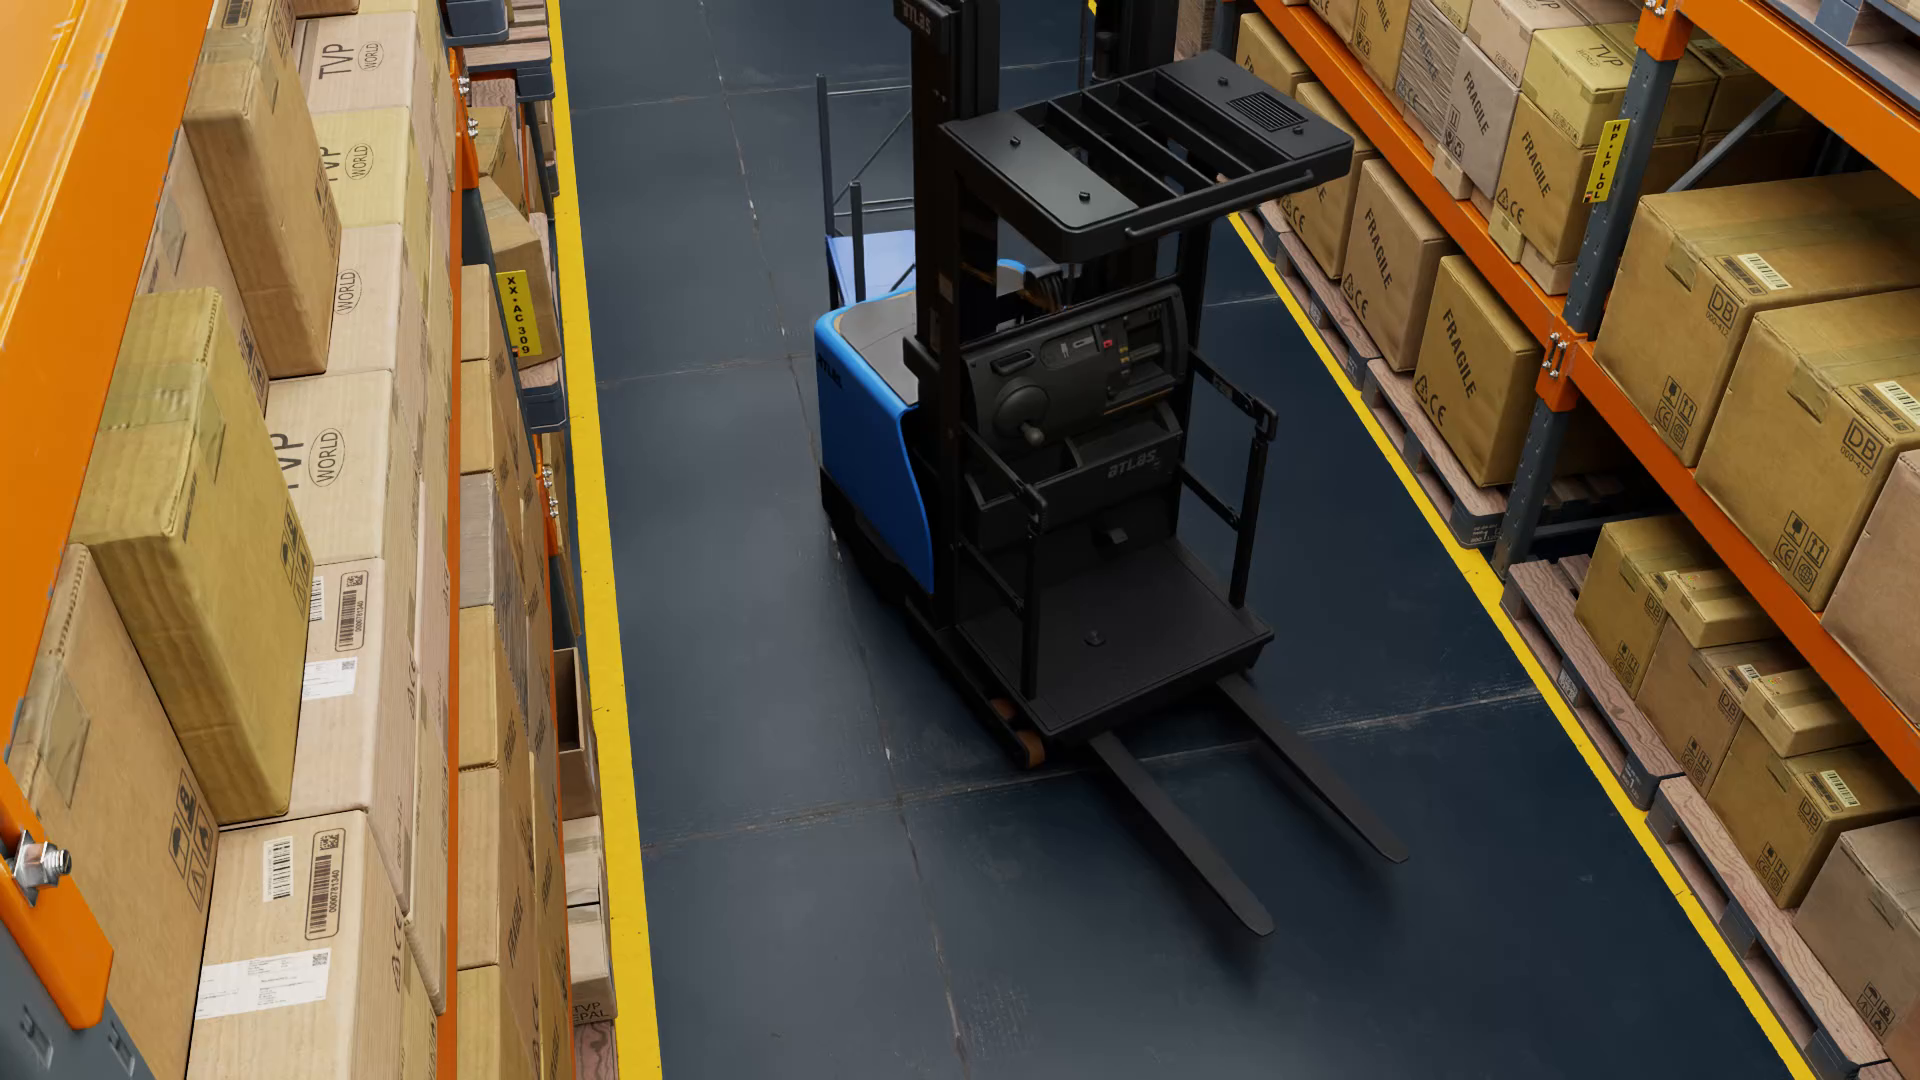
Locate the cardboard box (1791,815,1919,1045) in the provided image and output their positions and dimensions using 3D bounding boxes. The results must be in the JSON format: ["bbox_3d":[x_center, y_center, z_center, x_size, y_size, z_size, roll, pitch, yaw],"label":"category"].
[{"bbox_3d":[3.258,1.237,5.446,0.700,0.500,0.500,-10,42,-11],"label":"cardboard box"}]

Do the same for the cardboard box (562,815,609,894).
[{"bbox_3d":[-1.436,1.133,5.812,0.380,0.149,0.250,-8,42,-9],"label":"cardboard box"}]

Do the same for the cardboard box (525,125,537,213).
[{"bbox_3d":[-2.392,-1.827,8.317,0.500,0.250,0.500,-7,42,-8],"label":"cardboard box"}]

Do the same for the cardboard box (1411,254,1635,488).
[{"bbox_3d":[2.593,-0.800,7.477,0.750,0.750,0.750,-8,42,-9],"label":"cardboard box"}]

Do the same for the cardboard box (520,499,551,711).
[{"bbox_3d":[-1.505,0.252,4.913,0.500,0.500,0.500,-7,42,-8],"label":"cardboard box"}]

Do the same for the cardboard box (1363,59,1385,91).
[{"bbox_3d":[2.184,-2.311,8.050,0.380,0.149,0.250,-8,42,-9],"label":"cardboard box"}]

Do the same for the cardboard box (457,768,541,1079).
[{"bbox_3d":[-1.174,0.861,3.474,0.500,0.500,0.500,-8,42,-9],"label":"cardboard box"}]

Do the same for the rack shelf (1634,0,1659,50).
[{"bbox_3d":[2.429,-3.193,7.152,1.077,0.370,4.000,-8,42,-9],"label":"rack shelf"}]

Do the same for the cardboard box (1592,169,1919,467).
[{"bbox_3d":[2.962,-0.803,5.950,0.980,0.700,0.700,-8,42,-9],"label":"cardboard box"}]

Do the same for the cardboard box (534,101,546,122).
[{"bbox_3d":[-2.665,-2.645,9.584,0.500,0.311,0.500,-7,42,-8],"label":"cardboard box"}]

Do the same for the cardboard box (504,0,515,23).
[{"bbox_3d":[-2.593,-2.727,7.953,0.700,0.500,0.500,-22,46,-23],"label":"cardboard box"}]

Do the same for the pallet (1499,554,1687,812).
[{"bbox_3d":[2.948,0.503,6.806,1.003,0.211,1.213,-8,42,-9],"label":"pallet"}]

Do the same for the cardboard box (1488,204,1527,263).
[{"bbox_3d":[2.434,-1.297,6.907,0.380,0.149,0.250,-8,42,-8],"label":"cardboard box"}]

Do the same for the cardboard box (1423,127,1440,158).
[{"bbox_3d":[2.319,-1.802,7.476,0.380,0.149,0.250,-8,42,-9],"label":"cardboard box"}]

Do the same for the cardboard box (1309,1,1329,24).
[{"bbox_3d":[2.037,-2.810,8.612,0.380,0.149,0.250,-9,42,-10],"label":"cardboard box"}]

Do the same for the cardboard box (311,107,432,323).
[{"bbox_3d":[-1.395,-0.659,3.492,0.500,0.250,0.500,-8,42,-9],"label":"cardboard box"}]

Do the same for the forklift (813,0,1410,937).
[{"bbox_3d":[0.549,-0.553,5.947,1.130,2.935,3.031,-21,46,-22],"label":"forklift"}]

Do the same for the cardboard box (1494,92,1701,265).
[{"bbox_3d":[2.515,-1.464,6.607,0.500,0.500,0.500,-9,42,-10],"label":"cardboard box"}]

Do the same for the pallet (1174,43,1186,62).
[{"bbox_3d":[1.830,-3.101,10.866,1.003,0.211,1.213,-8,42,-9],"label":"pallet"}]

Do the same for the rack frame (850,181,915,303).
[{"bbox_3d":[-0.214,-0.961,7.485,0.500,1.500,0.032,-8,42,-9],"label":"rack frame"}]

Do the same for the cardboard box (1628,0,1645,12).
[{"bbox_3d":[2.896,-2.155,6.820,0.500,0.250,0.500,-8,42,-9],"label":"cardboard box"}]

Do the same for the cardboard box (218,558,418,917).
[{"bbox_3d":[-1.070,0.313,2.397,0.500,0.250,0.500,-8,42,-9],"label":"cardboard box"}]

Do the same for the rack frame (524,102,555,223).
[{"bbox_3d":[-2.839,-2.925,8.567,1.000,3.000,0.127,-8,42,-9],"label":"rack frame"}]

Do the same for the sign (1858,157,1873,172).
[{"bbox_3d":[3.402,-1.478,6.226,0.100,0.325,0.005,-8,42,-9],"label":"sign"}]

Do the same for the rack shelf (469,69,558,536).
[{"bbox_3d":[-2.407,-1.359,7.346,1.077,0.370,4.000,-8,42,-9],"label":"rack shelf"}]

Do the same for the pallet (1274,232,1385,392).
[{"bbox_3d":[2.354,-1.283,8.818,1.003,0.211,1.213,-8,42,-9],"label":"pallet"}]

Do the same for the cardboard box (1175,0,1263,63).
[{"bbox_3d":[1.791,-3.326,10.571,0.700,0.500,0.500,-8,42,-9],"label":"cardboard box"}]

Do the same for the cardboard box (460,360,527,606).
[{"bbox_3d":[-1.500,-0.121,4.580,0.500,0.500,0.500,-9,42,-10],"label":"cardboard box"}]

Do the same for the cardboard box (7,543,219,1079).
[{"bbox_3d":[-1.239,0.397,1.737,0.700,0.500,0.500,-8,42,-9],"label":"cardboard box"}]

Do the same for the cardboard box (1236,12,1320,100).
[{"bbox_3d":[2.028,-2.495,9.386,0.750,0.750,0.750,-9,42,-10],"label":"cardboard box"}]

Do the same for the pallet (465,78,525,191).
[{"bbox_3d":[-2.415,-1.593,7.212,1.003,0.211,1.213,-8,42,-9],"label":"pallet"}]

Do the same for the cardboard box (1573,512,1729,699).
[{"bbox_3d":[2.922,0.233,6.576,0.700,0.500,0.500,-8,42,-9],"label":"cardboard box"}]

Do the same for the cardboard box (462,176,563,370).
[{"bbox_3d":[-1.859,-0.866,5.856,0.700,0.500,0.500,-23,46,-23],"label":"cardboard box"}]

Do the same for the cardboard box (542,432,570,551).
[{"bbox_3d":[-1.968,-0.254,7.110,0.500,0.500,0.500,-8,42,-9],"label":"cardboard box"}]

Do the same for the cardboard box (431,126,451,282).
[{"bbox_3d":[-1.513,-0.795,4.021,0.500,0.250,0.500,-8,42,-9],"label":"cardboard box"}]

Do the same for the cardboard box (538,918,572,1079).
[{"bbox_3d":[-1.173,1.239,3.802,0.500,0.500,0.500,-8,42,-9],"label":"cardboard box"}]

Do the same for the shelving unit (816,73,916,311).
[{"bbox_3d":[-0.316,-1.292,7.857,0.538,1.500,1.048,-8,42,-9],"label":"shelving unit"}]

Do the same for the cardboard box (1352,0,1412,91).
[{"bbox_3d":[2.182,-2.443,7.710,0.500,0.500,0.500,-7,42,-8],"label":"cardboard box"}]

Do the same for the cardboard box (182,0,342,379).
[{"bbox_3d":[-1.494,-0.586,2.844,0.700,0.500,0.500,-8,42,-9],"label":"cardboard box"}]

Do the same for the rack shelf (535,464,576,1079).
[{"bbox_3d":[-1.544,1.233,4.425,1.077,0.370,4.000,-8,42,-9],"label":"rack shelf"}]

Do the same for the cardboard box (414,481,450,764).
[{"bbox_3d":[-1.180,0.176,2.928,0.500,0.250,0.500,-8,42,-9],"label":"cardboard box"}]
